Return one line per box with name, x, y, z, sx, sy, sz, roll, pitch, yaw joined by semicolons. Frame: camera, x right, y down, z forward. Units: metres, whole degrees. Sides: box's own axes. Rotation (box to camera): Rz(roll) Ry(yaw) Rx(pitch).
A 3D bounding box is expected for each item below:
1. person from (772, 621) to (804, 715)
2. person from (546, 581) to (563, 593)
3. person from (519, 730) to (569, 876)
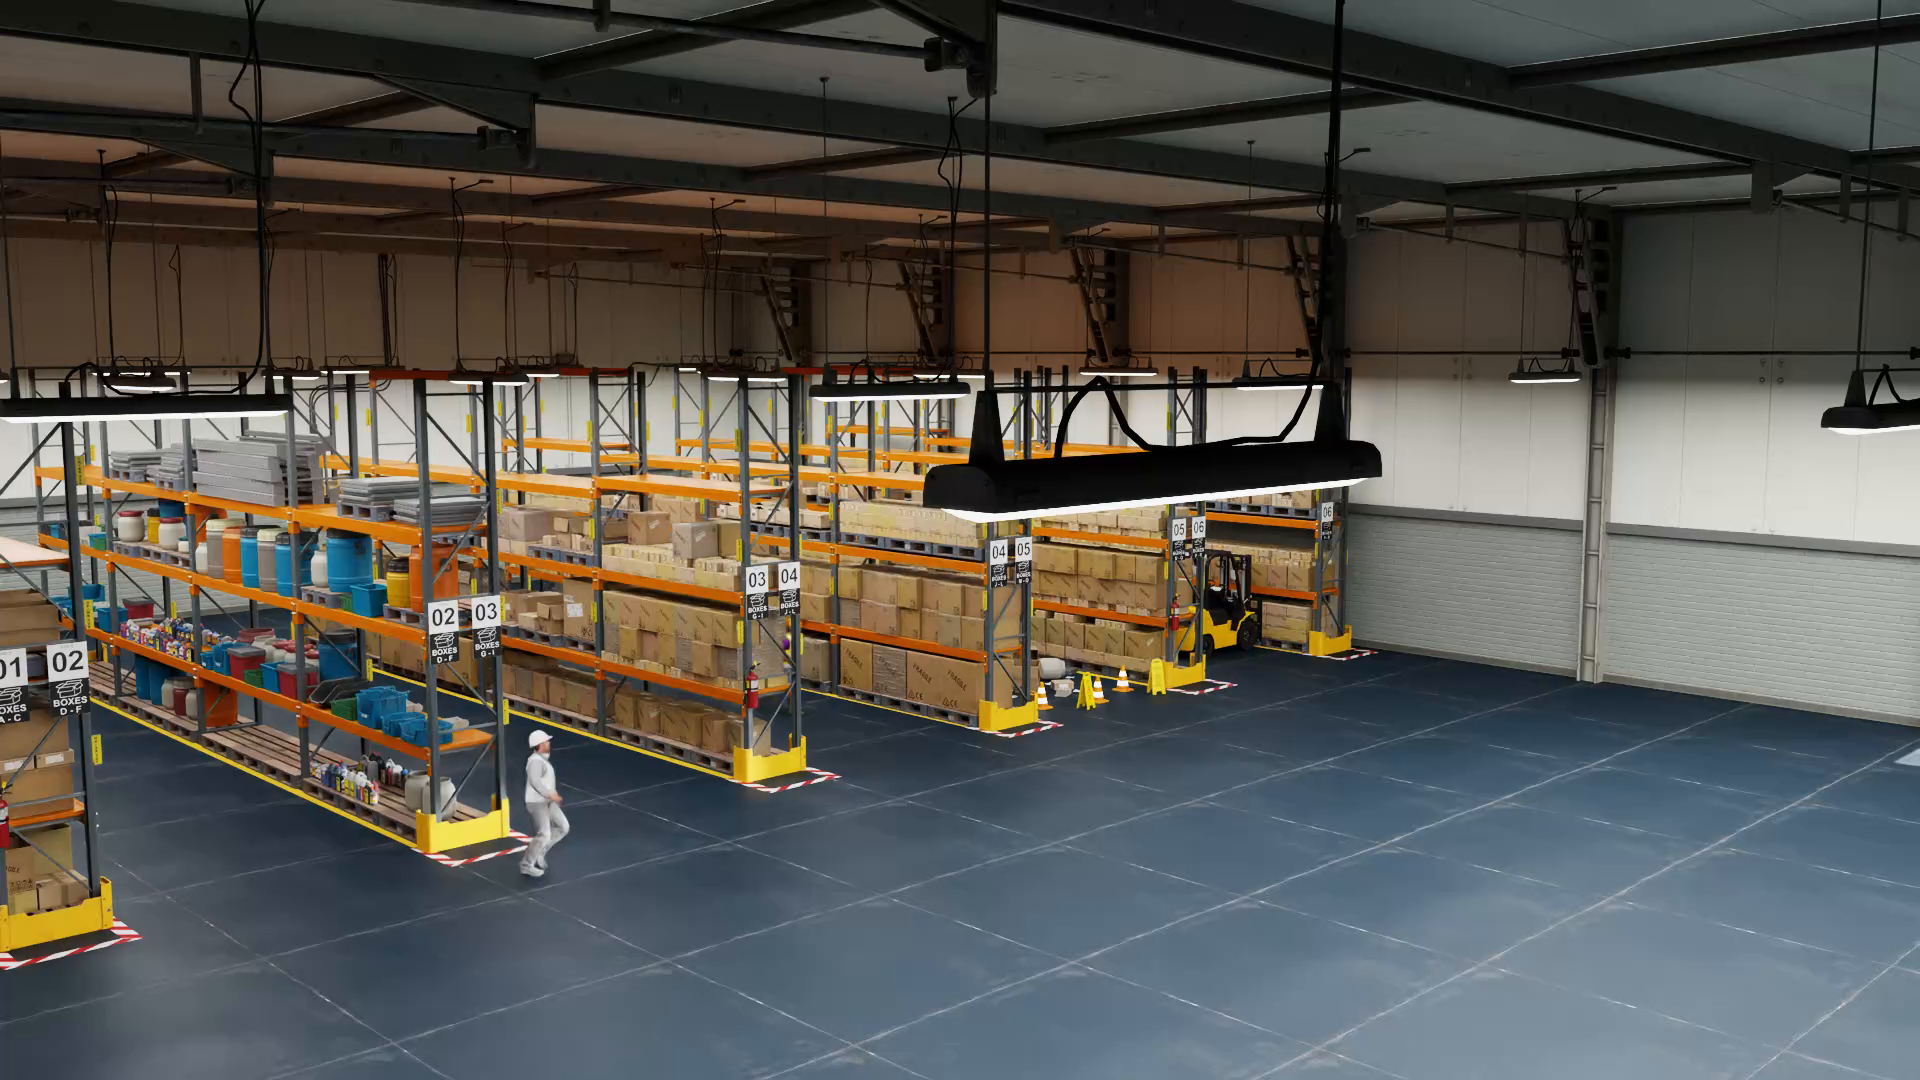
person;-3.031;2.218;29.080;0.732;1.706;0.690;4;8;32
person;-9.958;0.919;41.157;0.583;1.525;0.574;-2;7;-14
person;-5.086;3.183;20.349;0.578;1.705;0.714;-1;6;-6
